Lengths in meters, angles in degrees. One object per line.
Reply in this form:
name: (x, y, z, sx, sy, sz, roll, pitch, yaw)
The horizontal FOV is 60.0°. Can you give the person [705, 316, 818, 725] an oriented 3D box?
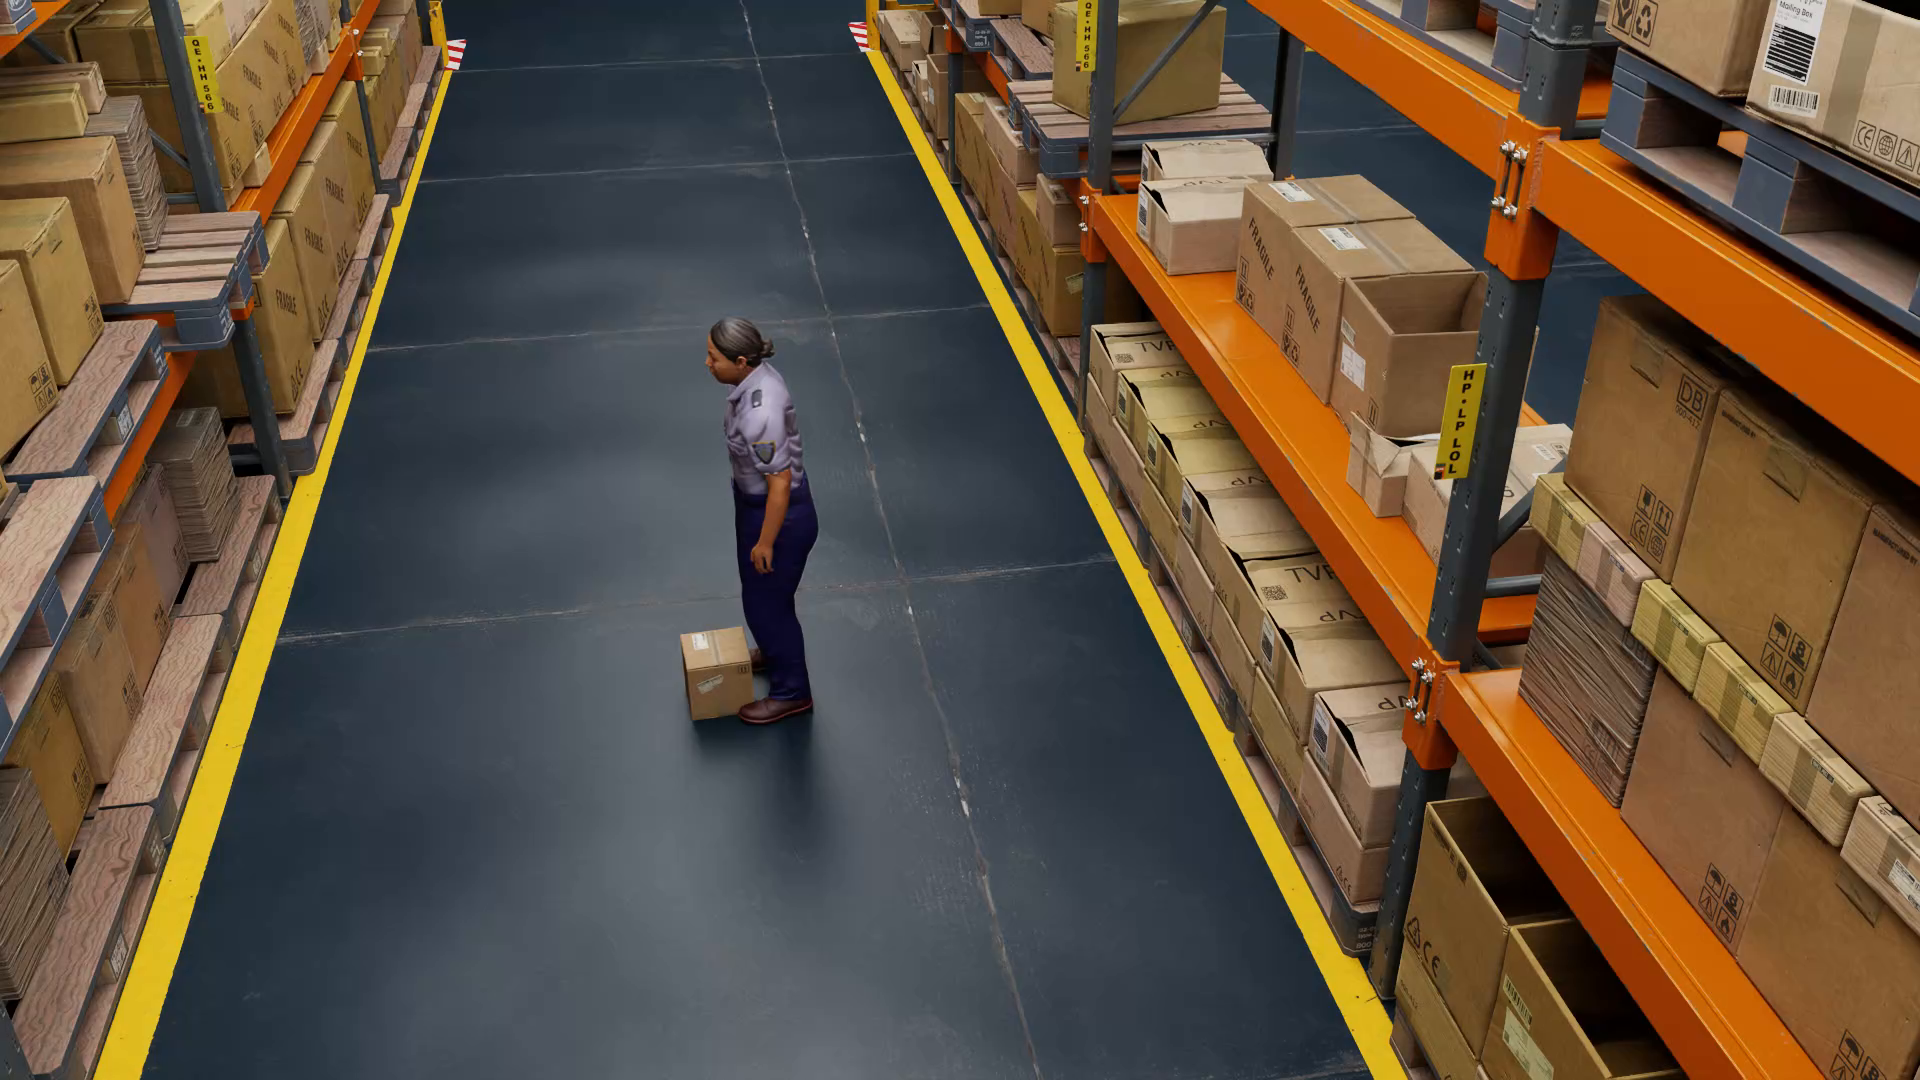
person: (-0.731, -0.095, 6.298, 0.367, 1.651, 0.546, -6, 31, -9)
